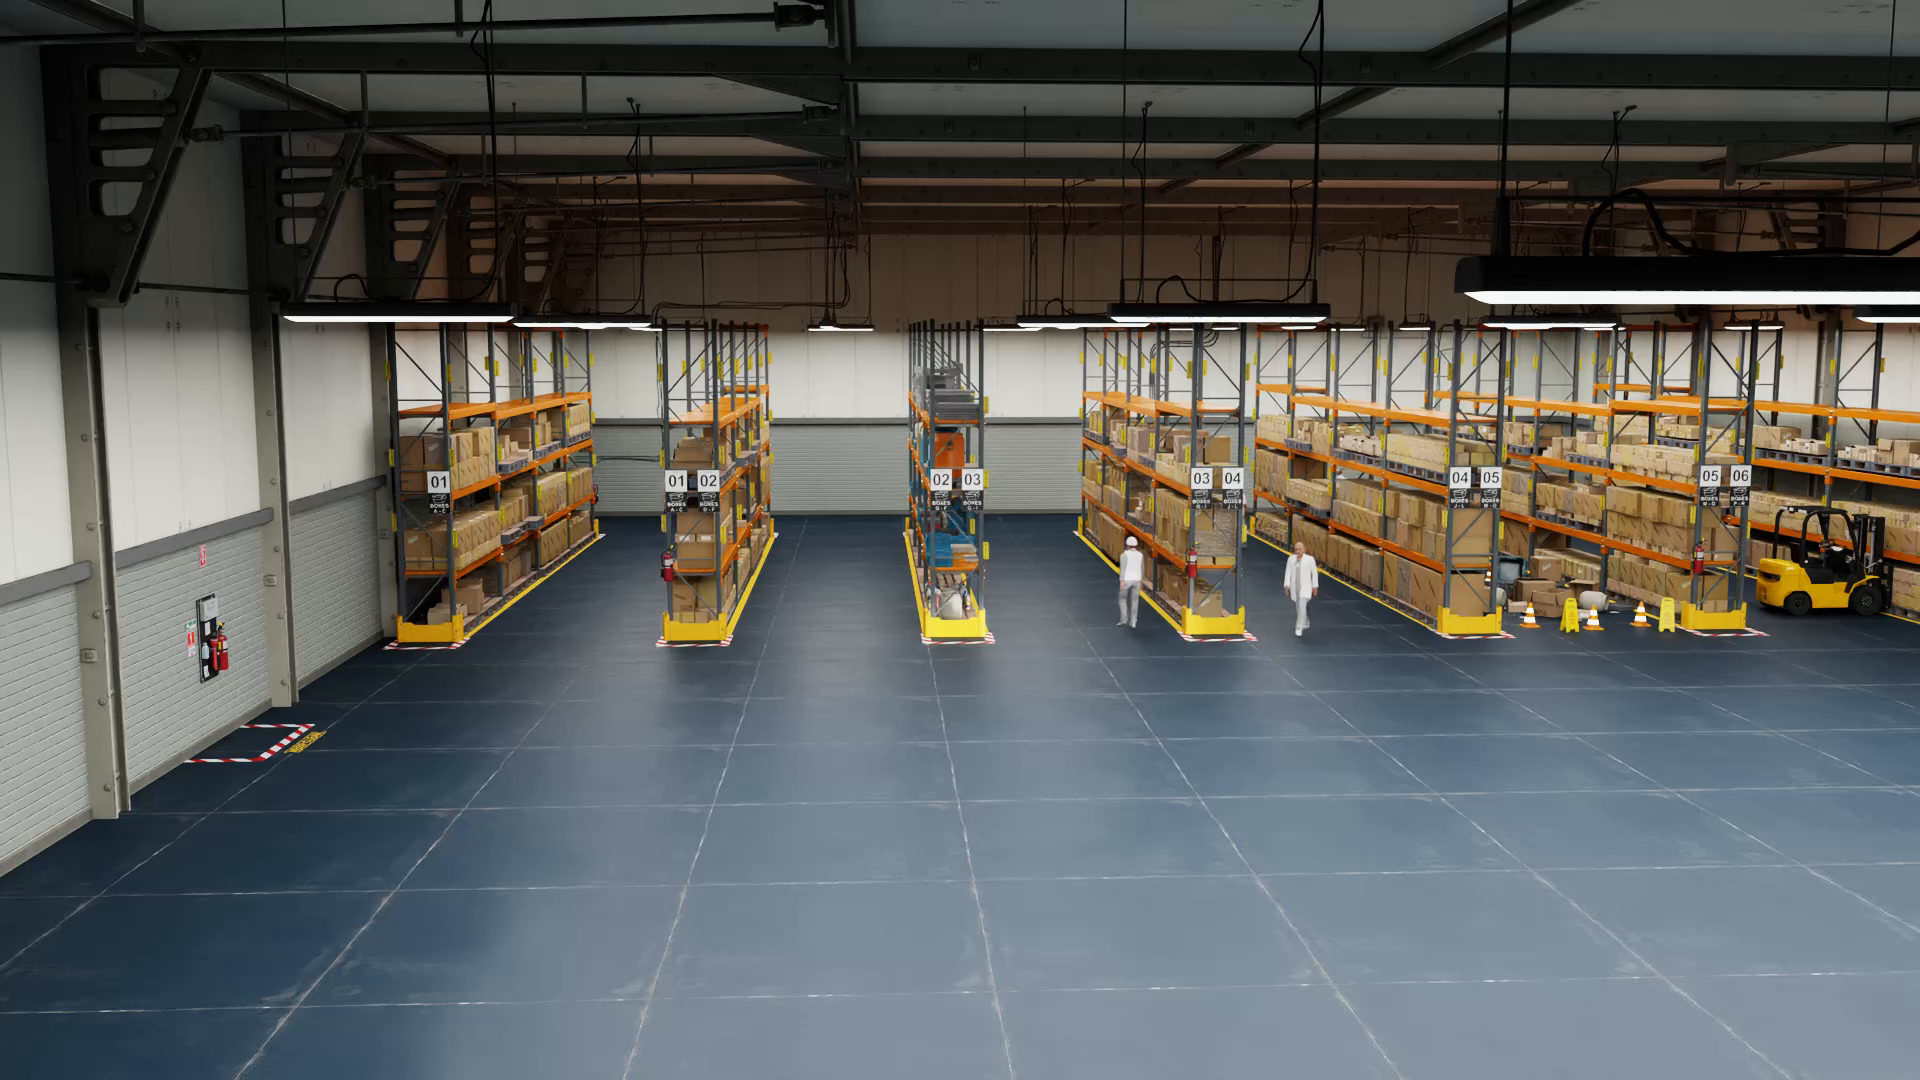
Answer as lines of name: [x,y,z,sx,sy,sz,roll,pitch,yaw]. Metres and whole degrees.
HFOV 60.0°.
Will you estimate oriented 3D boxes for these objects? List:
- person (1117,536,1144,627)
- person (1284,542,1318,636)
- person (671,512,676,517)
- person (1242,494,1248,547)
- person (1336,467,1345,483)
person: [3.377,0.846,32.626,0.535,1.820,0.574,-1,7,-7]
person: [6.495,0.910,31.813,0.609,1.736,1.025,6,9,38]
person: [-8.440,-1.200,49.581,1.005,1.601,0.464,1,7,8]
person: [7.427,-0.647,44.597,0.576,1.753,0.548,-1,7,-6]
person: [11.661,-1.419,50.991,0.672,1.662,0.459,-1,7,-5]
